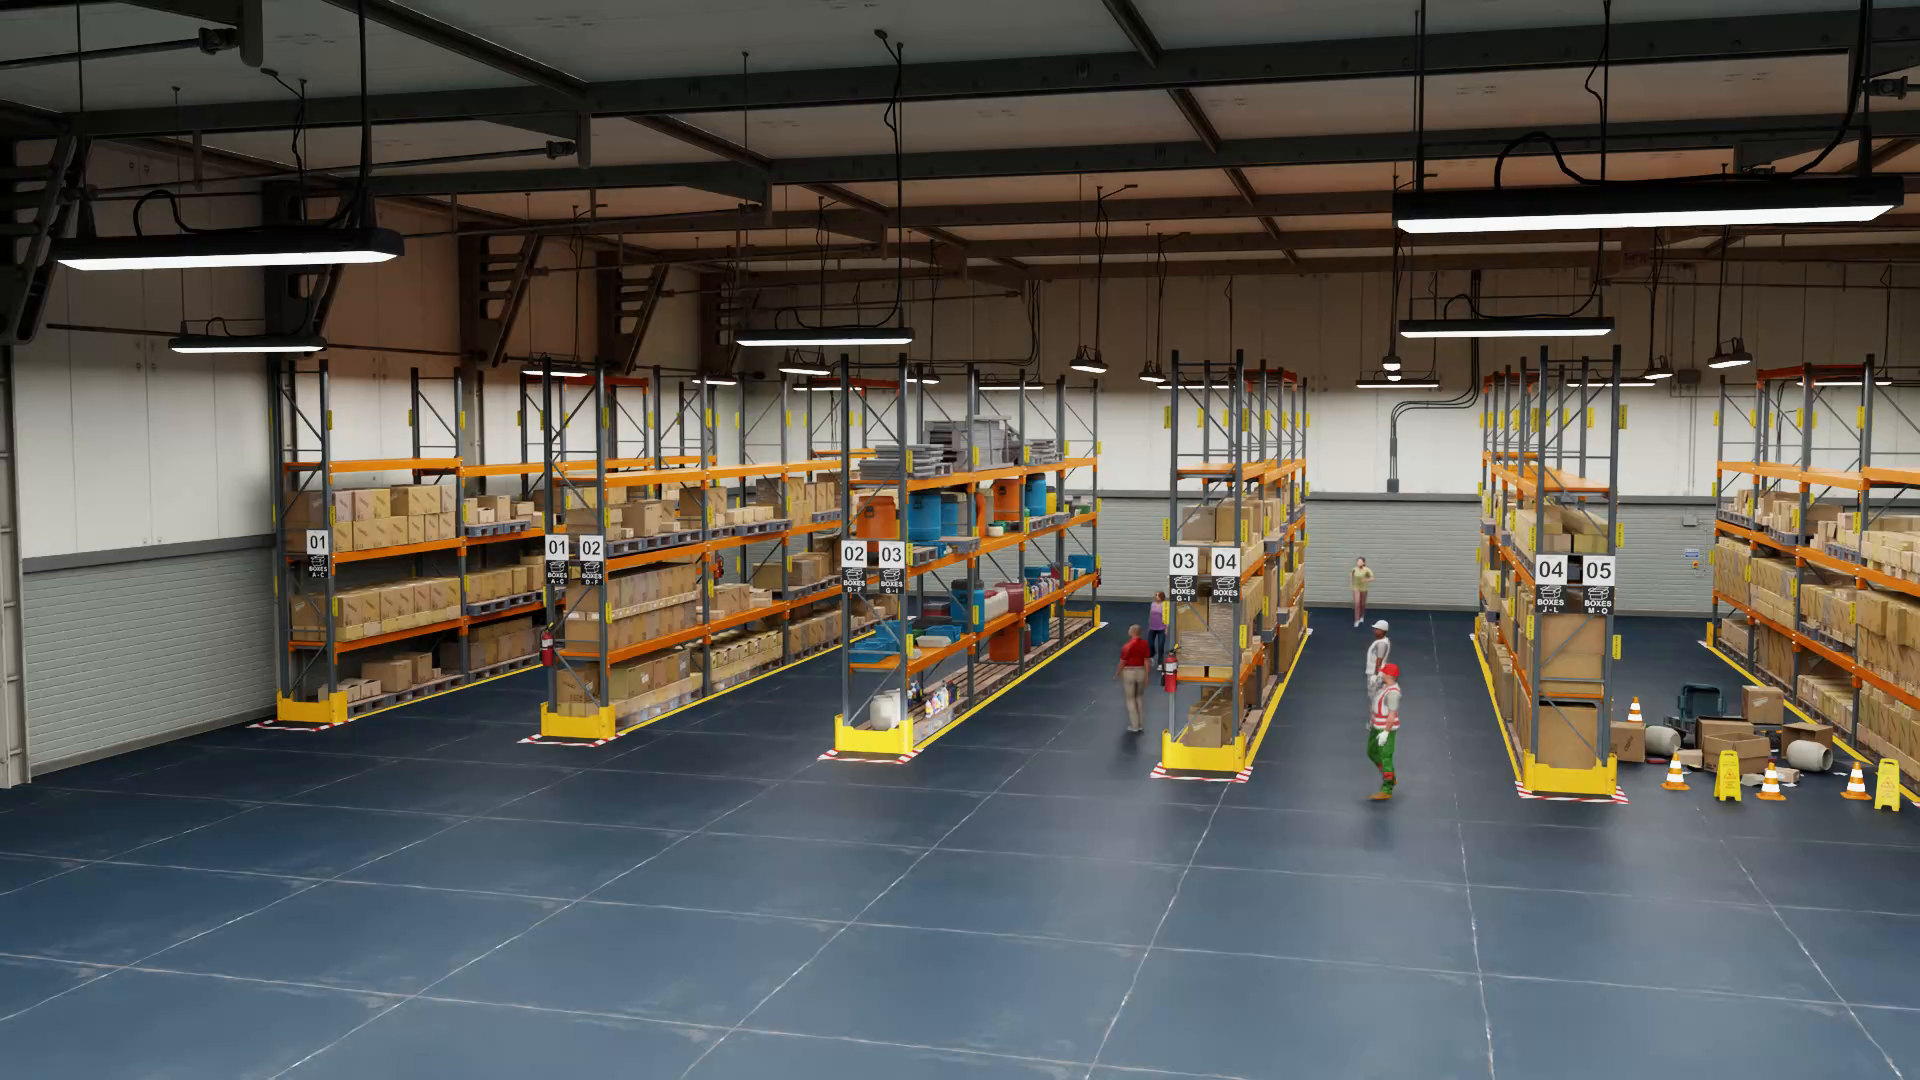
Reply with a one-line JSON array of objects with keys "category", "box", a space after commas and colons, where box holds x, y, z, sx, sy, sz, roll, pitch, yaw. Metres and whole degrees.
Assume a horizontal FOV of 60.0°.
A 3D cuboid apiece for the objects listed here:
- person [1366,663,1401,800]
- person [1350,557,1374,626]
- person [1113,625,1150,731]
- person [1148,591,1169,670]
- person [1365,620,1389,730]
[{"category": "person", "box": [5.629, 2.512, 22.071, 0.501, 1.787, 0.637, 0, 4, -7]}, {"category": "person", "box": [9.787, 1.234, 40.467, 0.560, 1.642, 0.997, 1, 4, 13]}, {"category": "person", "box": [2.777, 2.254, 26.753, 0.577, 1.805, 0.544, -2, 4, -23]}, {"category": "person", "box": [3.982, 1.804, 33.321, 0.427, 1.587, 0.444, 1, 4, 10]}, {"category": "person", "box": [6.716, 2.181, 26.831, 0.497, 1.792, 0.569, 3, 5, 36]}]
